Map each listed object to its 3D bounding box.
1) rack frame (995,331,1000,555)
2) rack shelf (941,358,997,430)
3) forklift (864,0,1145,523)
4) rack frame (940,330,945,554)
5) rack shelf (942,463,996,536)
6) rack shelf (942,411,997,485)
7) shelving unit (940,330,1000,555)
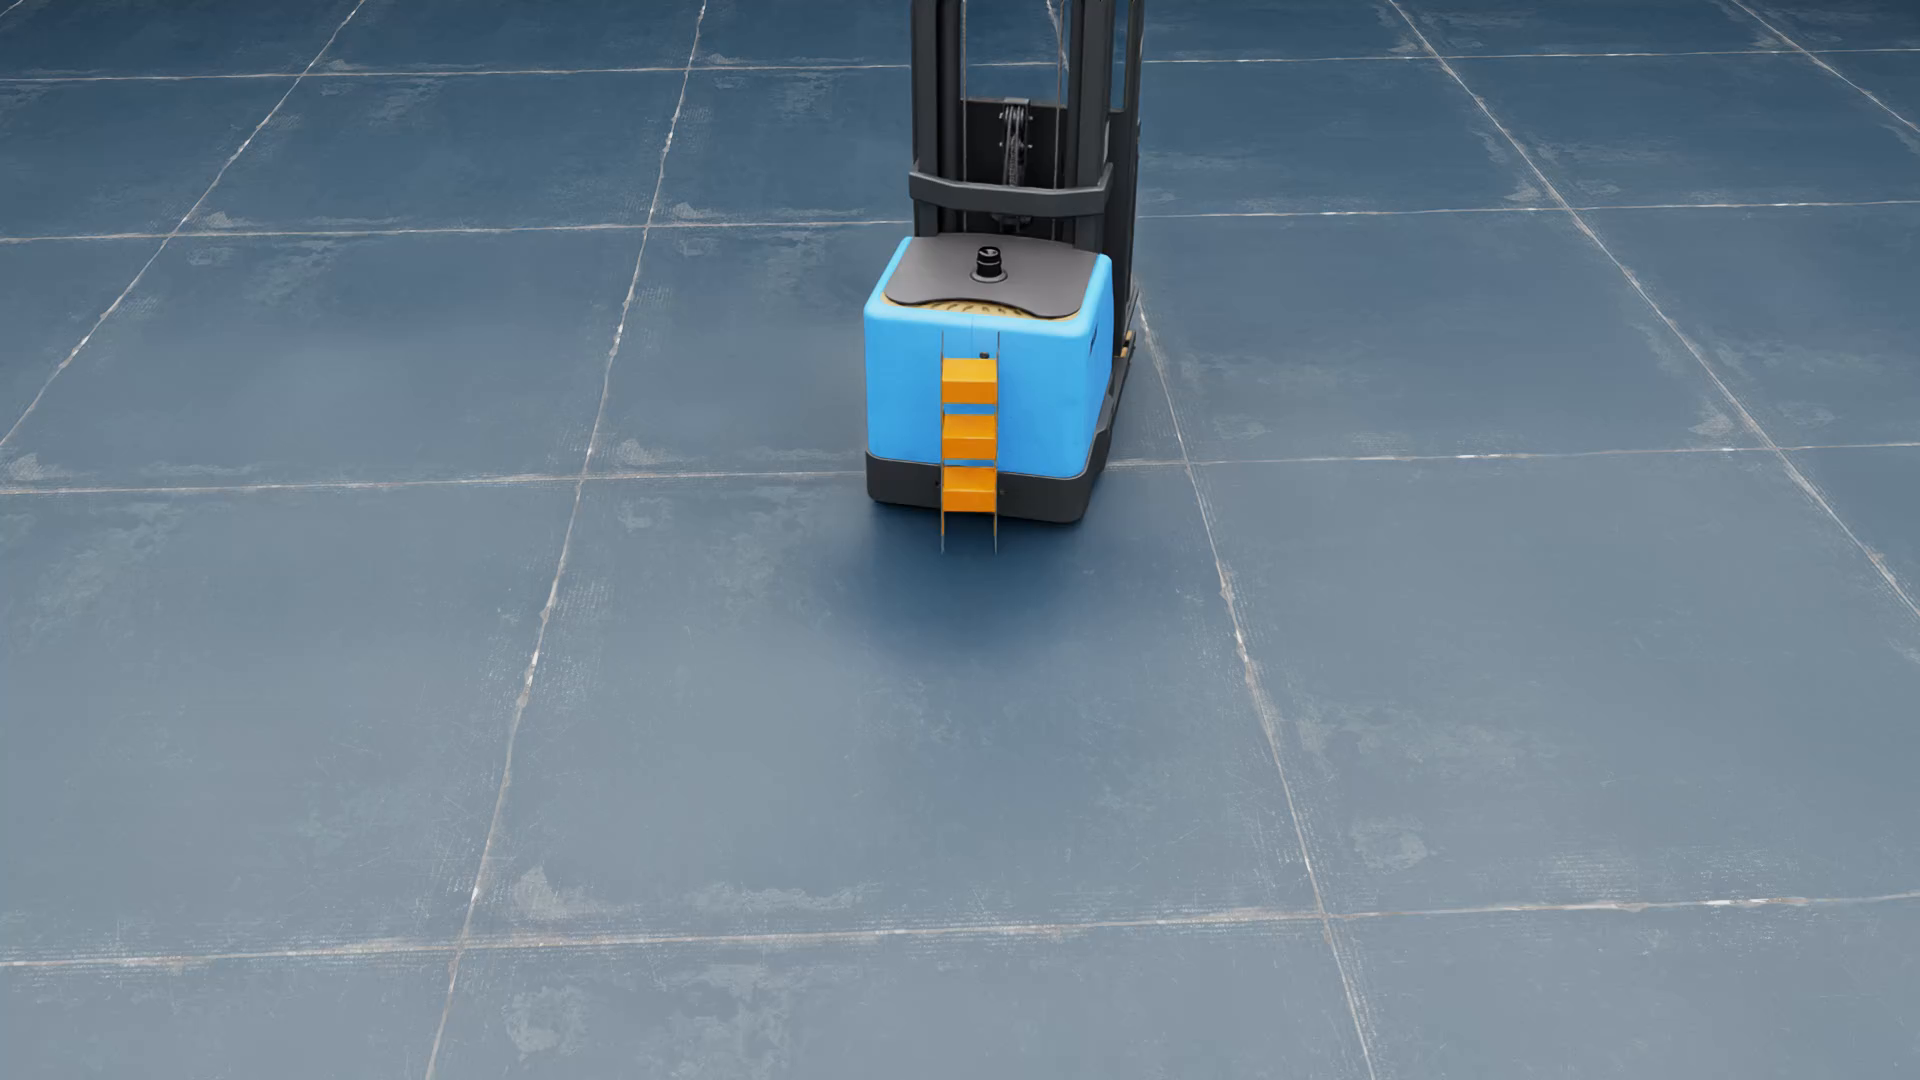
[{"bbox_3d":[0.165,-0.420,7.435,0.008,1.050,0.200,1,35,1],"label":"rack frame"},{"bbox_3d":[0.043,-0.647,7.282,0.240,0.259,0.215,1,35,1],"label":"rack shelf"},{"bbox_3d":[0.360,-2.120,8.238,1.130,2.935,3.031,7,35,10],"label":"forklift"},{"bbox_3d":[-0.078,-0.424,7.440,0.008,1.050,0.200,1,35,1],"label":"rack frame"},{"bbox_3d":[0.044,-0.185,7.602,0.240,0.259,0.215,1,35,1],"label":"rack shelf"},{"bbox_3d":[0.043,-0.414,7.444,0.240,0.259,0.215,1,35,1],"label":"rack shelf"},{"bbox_3d":[0.043,-0.422,7.438,0.252,1.050,0.215,1,35,1],"label":"shelving unit"}]
